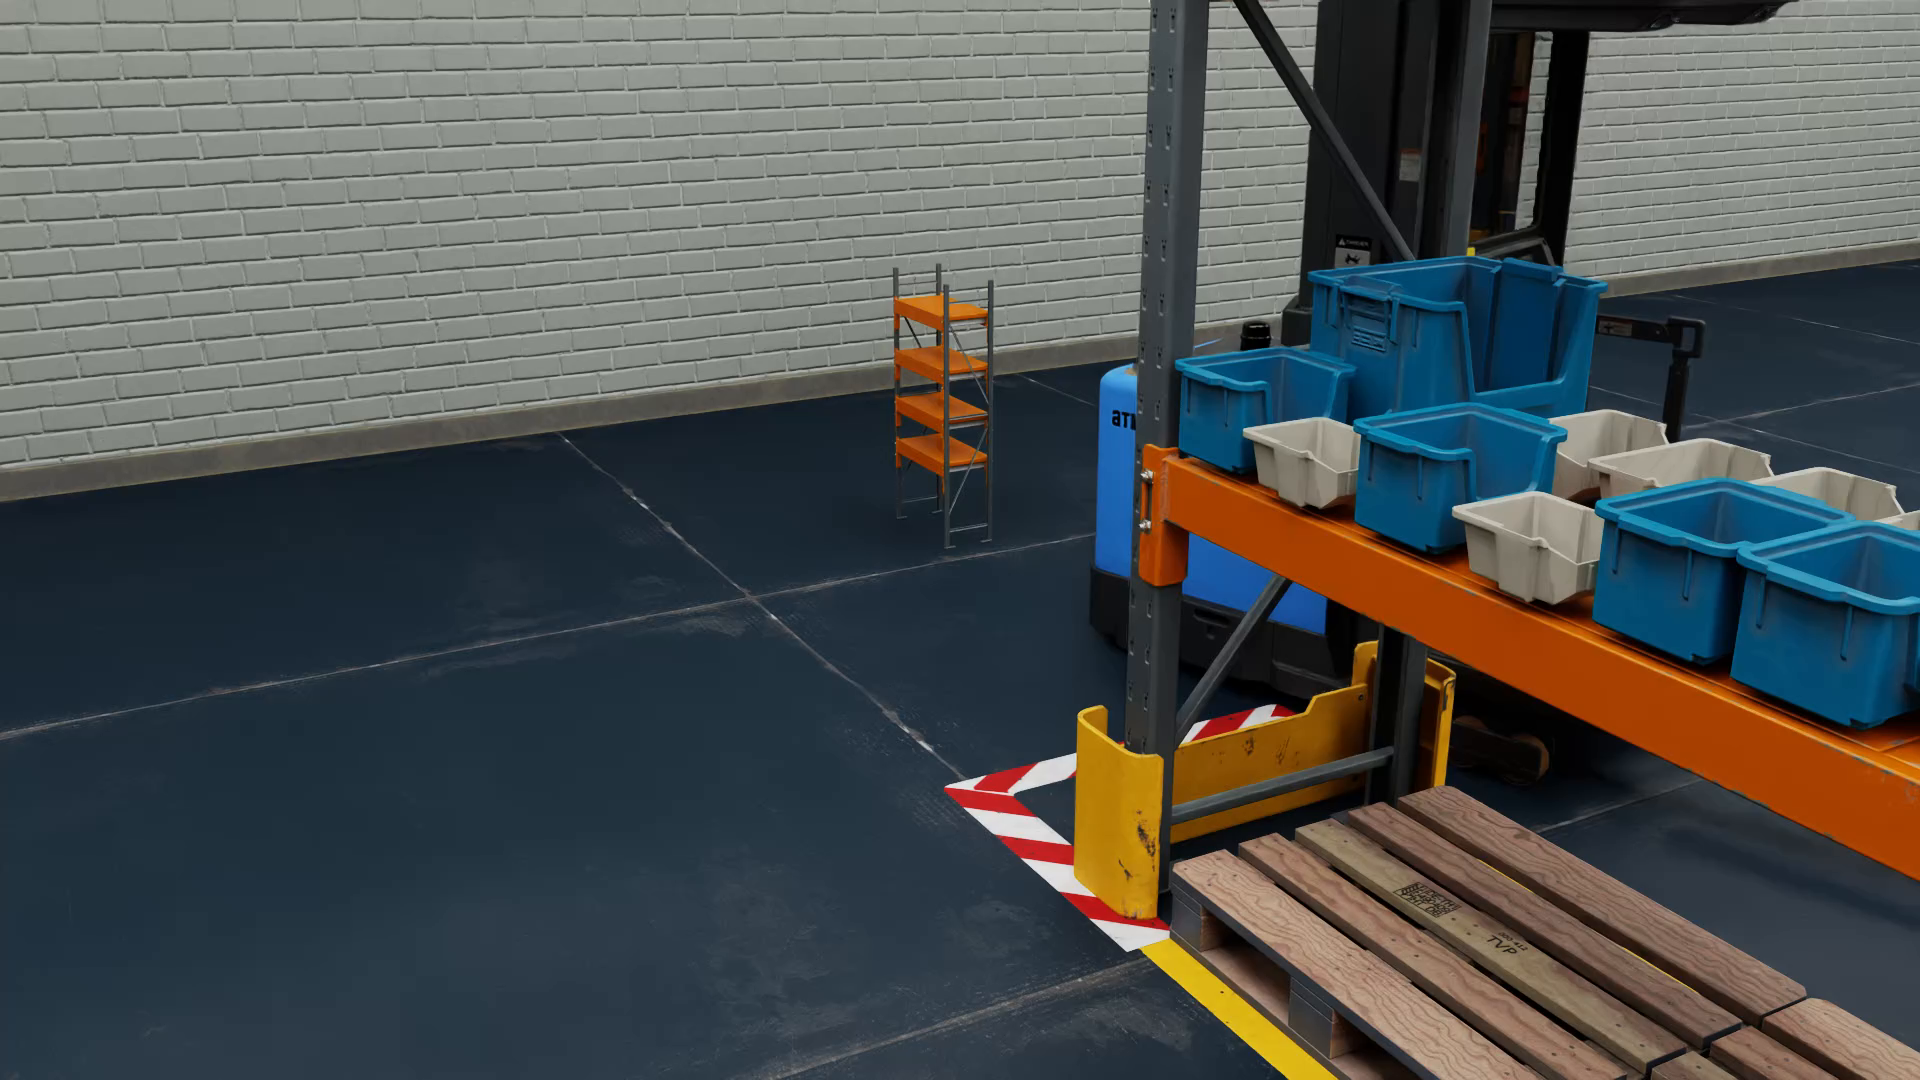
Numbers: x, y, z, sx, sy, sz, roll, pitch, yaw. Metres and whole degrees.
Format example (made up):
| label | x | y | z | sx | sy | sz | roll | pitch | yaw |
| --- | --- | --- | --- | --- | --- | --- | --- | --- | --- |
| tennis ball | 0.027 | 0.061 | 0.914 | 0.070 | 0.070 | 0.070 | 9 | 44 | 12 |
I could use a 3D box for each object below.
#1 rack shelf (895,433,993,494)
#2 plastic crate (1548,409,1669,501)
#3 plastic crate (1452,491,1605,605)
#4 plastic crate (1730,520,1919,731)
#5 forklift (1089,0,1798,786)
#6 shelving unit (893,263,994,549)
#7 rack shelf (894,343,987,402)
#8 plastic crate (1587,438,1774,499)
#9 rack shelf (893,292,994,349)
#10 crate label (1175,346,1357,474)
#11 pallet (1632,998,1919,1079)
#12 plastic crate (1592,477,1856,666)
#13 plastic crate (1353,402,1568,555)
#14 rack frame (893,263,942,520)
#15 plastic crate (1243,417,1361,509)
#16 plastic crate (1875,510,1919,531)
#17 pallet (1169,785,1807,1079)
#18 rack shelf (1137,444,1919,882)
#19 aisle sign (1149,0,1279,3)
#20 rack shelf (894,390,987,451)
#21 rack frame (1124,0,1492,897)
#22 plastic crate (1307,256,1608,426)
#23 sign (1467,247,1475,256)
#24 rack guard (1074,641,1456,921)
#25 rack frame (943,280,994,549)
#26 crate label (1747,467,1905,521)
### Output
| label | x | y | z | sx | sy | sz | roll | pitch | yaw |
| --- | --- | --- | --- | --- | --- | --- | --- | --- | --- |
| rack shelf | -0.079 | -0.363 | 7.660 | 0.258 | 0.148 | 0.480 | -10 | 21 | -27 |
| plastic crate | 1.472 | -0.192 | 3.902 | 0.396 | 0.136 | 0.243 | -10 | 21 | -27 |
| plastic crate | 1.154 | 0.023 | 3.278 | 0.250 | 0.136 | 0.298 | -10 | 21 | -27 |
| plastic crate | 1.520 | 0.142 | 2.786 | 0.416 | 0.233 | 0.300 | -10 | 21 | -27 |
| forklift | 1.934 | -0.788 | 5.421 | 3.031 | 2.935 | 1.130 | 16 | 25 | 39 |
| shelving unit | -0.079 | -0.615 | 7.573 | 0.258 | 1.200 | 0.503 | -10 | 21 | -27 |
| rack shelf | -0.079 | -0.763 | 7.522 | 0.258 | 0.148 | 0.480 | -10 | 21 | -27 |
| plastic crate | 1.597 | -0.107 | 3.655 | 0.396 | 0.136 | 0.243 | -10 | 21 | -27 |
| rack shelf | -0.079 | -0.986 | 7.445 | 0.258 | 0.148 | 0.480 | -10 | 21 | -27 |
| crate label | 0.753 | -0.322 | 4.131 | 0.416 | 0.233 | 0.303 | -10 | 21 | -27 |
| pallet | 1.858 | 1.416 | 3.204 | 1.003 | 0.211 | 1.213 | -10 | 21 | -27 |
| plastic crate | 1.378 | 0.056 | 3.035 | 0.416 | 0.233 | 0.300 | -10 | 21 | -27 |
| plastic crate | 1.065 | -0.133 | 3.583 | 0.416 | 0.233 | 0.300 | -10 | 21 | -27 |
| rack frame | -0.194 | -0.685 | 7.776 | 0.240 | 1.200 | 0.015 | -10 | 21 | -27 |
| plastic crate | 0.832 | -0.172 | 3.842 | 0.250 | 0.136 | 0.298 | -10 | 21 | -27 |
| plastic crate | 1.907 | 0.051 | 3.196 | 0.298 | 0.136 | 0.250 | -10 | 21 | -27 |
| pallet | 1.282 | 1.066 | 4.218 | 1.003 | 0.211 | 1.213 | -10 | 21 | -27 |
| rack shelf | 1.875 | 0.420 | 2.920 | 1.077 | 0.370 | 4.000 | -10 | 21 | -27 |
| aisle sign | 0.629 | -1.698 | 3.969 | 0.394 | 0.787 | 0.004 | -10 | 21 | -27 |
| rack shelf | -0.079 | -0.551 | 7.595 | 0.258 | 0.148 | 0.480 | -10 | 21 | -27 |
| rack frame | 0.925 | -0.495 | 4.466 | 1.000 | 3.000 | 0.127 | -10 | 21 | -27 |
| plastic crate | 1.248 | -0.473 | 4.256 | 0.616 | 0.435 | 0.499 | -10 | 21 | -27 |
| sign | 1.401 | -0.662 | 4.700 | 0.100 | 0.325 | 0.005 | -10 | 21 | -27 |
| rack guard | 0.902 | 0.682 | 4.888 | 1.175 | 0.500 | 0.348 | -10 | 21 | -27 |
| rack frame | 0.037 | -0.545 | 7.370 | 0.240 | 1.200 | 0.015 | -10 | 21 | -27 |
| crate label | 1.750 | -0.031 | 3.434 | 0.396 | 0.136 | 0.243 | -10 | 21 | -27 |
